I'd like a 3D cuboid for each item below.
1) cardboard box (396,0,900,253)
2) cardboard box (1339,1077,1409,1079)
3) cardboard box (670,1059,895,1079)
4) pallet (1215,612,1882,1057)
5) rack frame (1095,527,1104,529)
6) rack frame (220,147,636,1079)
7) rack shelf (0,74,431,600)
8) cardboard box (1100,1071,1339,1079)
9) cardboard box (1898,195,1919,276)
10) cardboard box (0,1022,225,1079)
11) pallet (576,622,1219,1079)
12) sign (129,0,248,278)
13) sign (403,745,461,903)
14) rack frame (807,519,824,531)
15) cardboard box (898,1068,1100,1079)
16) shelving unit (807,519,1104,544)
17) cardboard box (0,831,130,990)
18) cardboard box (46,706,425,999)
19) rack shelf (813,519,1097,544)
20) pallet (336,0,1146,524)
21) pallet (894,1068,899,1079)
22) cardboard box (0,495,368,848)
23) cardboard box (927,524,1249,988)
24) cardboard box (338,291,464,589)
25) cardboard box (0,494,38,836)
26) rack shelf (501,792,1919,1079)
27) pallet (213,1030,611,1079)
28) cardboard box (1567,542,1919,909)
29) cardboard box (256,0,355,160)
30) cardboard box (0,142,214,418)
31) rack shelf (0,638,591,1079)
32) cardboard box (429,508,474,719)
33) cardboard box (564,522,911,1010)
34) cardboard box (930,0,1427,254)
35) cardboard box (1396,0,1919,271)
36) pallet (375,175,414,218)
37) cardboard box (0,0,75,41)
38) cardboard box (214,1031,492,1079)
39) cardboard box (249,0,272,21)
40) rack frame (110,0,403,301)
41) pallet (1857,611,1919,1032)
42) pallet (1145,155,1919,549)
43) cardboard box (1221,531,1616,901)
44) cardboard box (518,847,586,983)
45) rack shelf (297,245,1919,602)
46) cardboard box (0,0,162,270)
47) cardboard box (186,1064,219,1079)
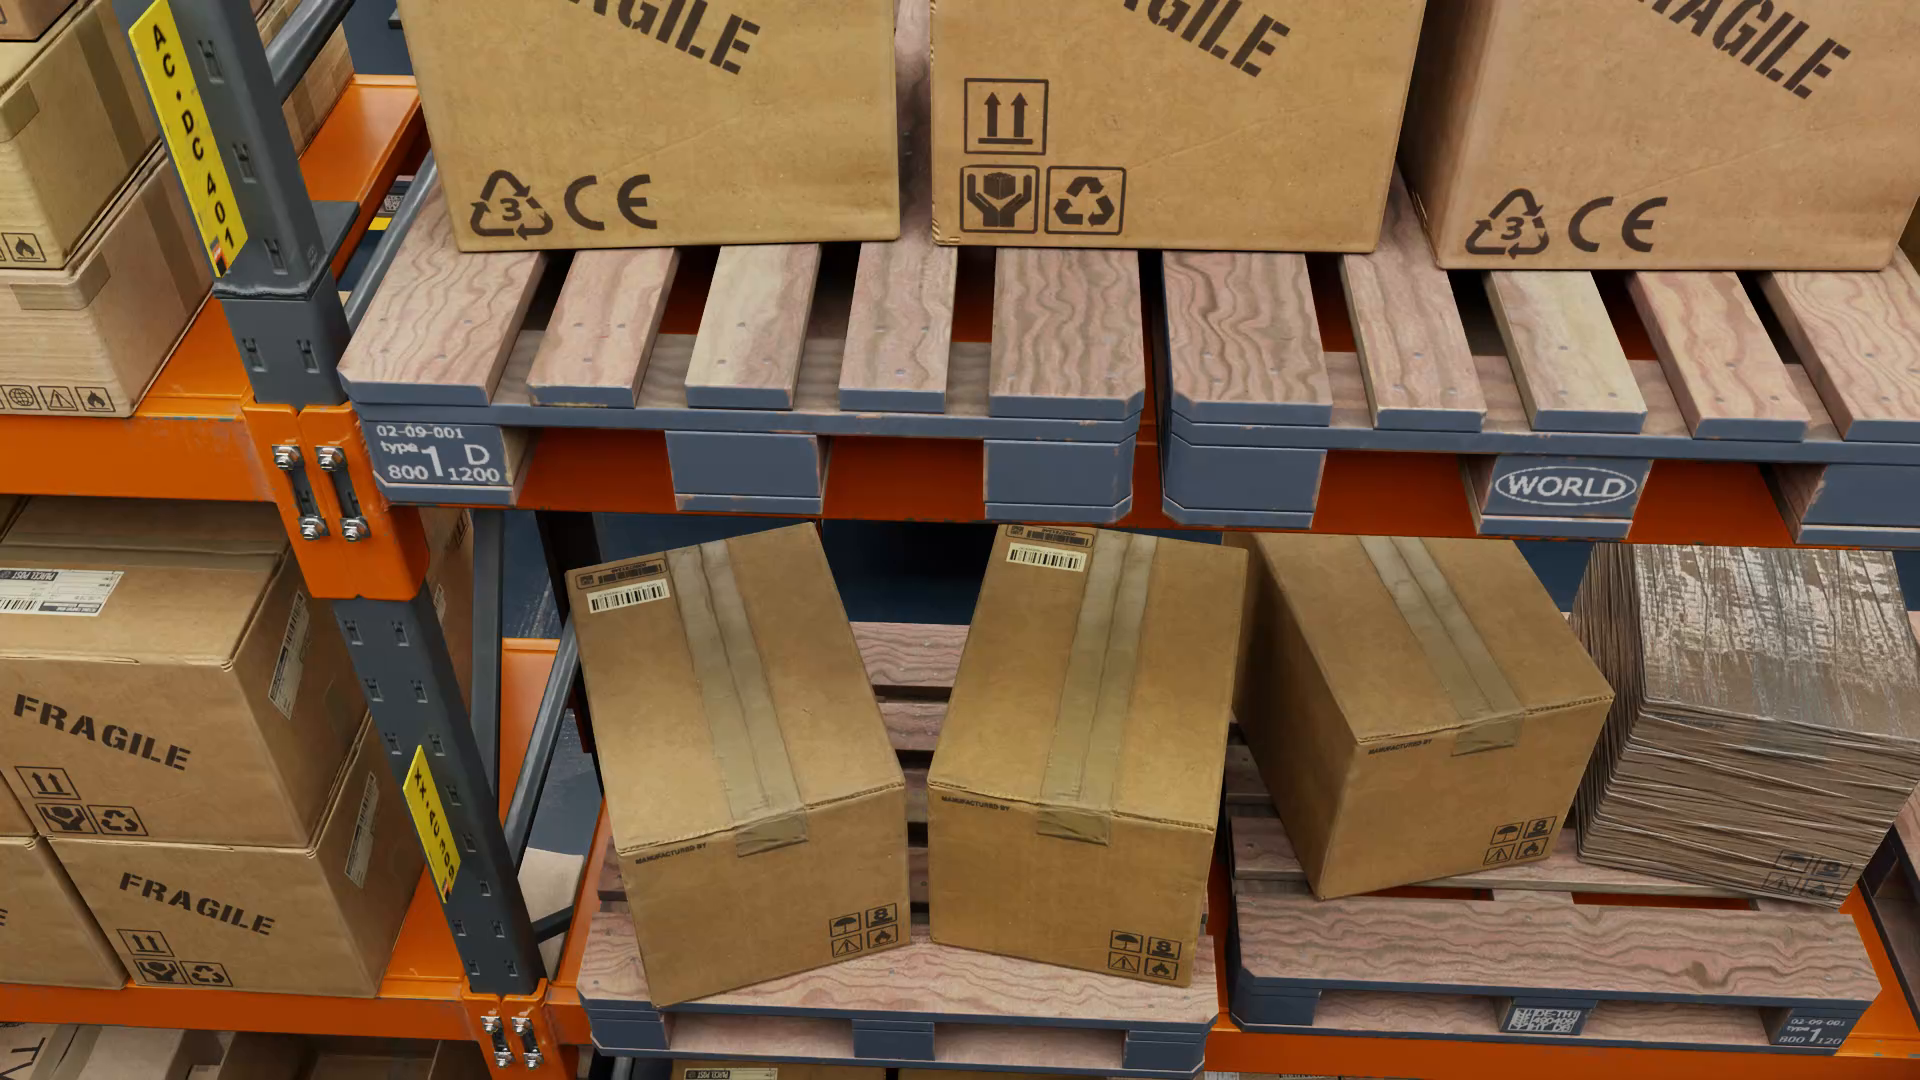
[{"bbox_3d":[-0.396,-0.817,2.271,0.600,0.600,0.600,-2,43,-2],"label":"cardboard box"},{"bbox_3d":[1.076,1.147,3.779,0.500,0.250,0.500,1,43,1],"label":"cardboard box"},{"bbox_3d":[-0.424,1.376,4.084,0.500,0.500,0.500,0,43,0],"label":"cardboard box"},{"bbox_3d":[1.157,0.578,3.570,1.213,0.211,1.003,2,43,2],"label":"pallet"},{"bbox_3d":[0.501,-0.396,5.850,0.032,1.125,0.500,2,43,2],"label":"rack frame"},{"bbox_3d":[-0.896,0.441,3.575,0.127,3.000,1.000,2,43,2],"label":"rack frame"},{"bbox_3d":[-2.894,-0.454,2.864,4.000,0.370,1.077,2,43,2],"label":"rack shelf"},{"bbox_3d":[0.575,1.132,3.795,0.500,0.250,0.500,2,43,2],"label":"cardboard box"},{"bbox_3d":[1.634,-0.592,2.411,0.500,0.500,0.910,2,43,2],"label":"cardboard box"},{"bbox_3d":[-2.227,1.417,4.178,0.500,0.311,0.500,2,43,2],"label":"cardboard box"},{"bbox_3d":[-0.103,0.611,3.535,1.213,0.211,1.003,2,43,2],"label":"pallet"},{"bbox_3d":[-0.913,-0.476,1.980,0.005,0.325,0.100,2,43,2],"label":"sign"},{"bbox_3d":[-0.913,0.494,2.884,0.005,0.325,0.100,2,43,2],"label":"sign"},{"bbox_3d":[-0.515,-0.427,5.884,0.032,1.125,0.500,2,43,2],"label":"rack frame"},{"bbox_3d":[0.110,1.385,4.074,0.500,0.500,0.500,2,43,2],"label":"cardboard box"},{"bbox_3d":[-0.007,-0.412,5.867,1.048,1.125,0.538,2,43,2],"label":"shelving unit"},{"bbox_3d":[-1.922,0.549,3.386,0.500,0.500,0.500,3,43,3],"label":"cardboard box"},{"bbox_3d":[-1.407,0.564,3.370,0.500,0.500,0.500,2,43,3],"label":"cardboard box"},{"bbox_3d":[-0.007,-0.233,6.033,1.000,0.278,0.538,2,43,2],"label":"rack shelf"},{"bbox_3d":[-0.248,-0.519,2.544,1.003,0.211,1.213,2,43,2],"label":"pallet"},{"bbox_3d":[-0.082,1.461,4.527,1.213,0.211,1.003,2,43,2],"label":"pallet"},{"bbox_3d":[-1.413,0.200,3.028,0.500,0.500,0.500,2,43,2],"label":"cardboard box"},{"bbox_3d":[0.257,0.396,3.243,0.500,0.500,0.700,8,44,9],"label":"cardboard box"},{"bbox_3d":[-1.354,-0.167,3.422,0.500,0.500,0.500,3,43,3],"label":"cardboard box"},{"bbox_3d":[-1.925,0.186,3.043,0.500,0.500,0.500,1,43,1],"label":"cardboard box"},{"bbox_3d":[1.102,0.766,3.755,4.000,0.370,1.077,2,43,2],"label":"rack shelf"},{"bbox_3d":[-1.582,1.440,4.549,1.213,0.211,1.003,2,43,2],"label":"pallet"},{"bbox_3d":[1.561,0.273,3.375,0.500,0.500,0.700,9,44,10],"label":"cardboard box"},{"bbox_3d":[-1.371,-0.785,2.801,0.500,0.250,0.500,2,43,2],"label":"cardboard box"},{"bbox_3d":[-1.394,-0.435,2.426,0.500,0.250,0.500,2,43,2],"label":"cardboard box"},{"bbox_3d":[-2.894,0.643,3.887,4.000,0.370,1.077,2,43,2],"label":"rack shelf"},{"bbox_3d":[-1.393,0.204,3.757,0.500,0.500,0.500,3,43,3],"label":"cardboard box"},{"bbox_3d":[-0.433,0.418,3.219,0.500,0.500,0.700,-12,44,-12],"label":"cardboard box"},{"bbox_3d":[0.273,-0.812,2.266,0.600,0.600,0.600,1,43,1],"label":"cardboard box"},{"bbox_3d":[0.937,-0.778,2.229,0.600,0.600,0.600,0,43,0],"label":"cardboard box"},{"bbox_3d":[-2.627,-1.943,8.181,1.213,0.211,1.003,2,43,2],"label":"pallet"},{"bbox_3d":[-1.383,-1.047,2.166,0.500,0.500,0.700,2,43,2],"label":"cardboard box"},{"bbox_3d":[-1.478,1.371,4.089,0.500,0.500,0.500,2,43,2],"label":"cardboard box"},{"bbox_3d":[-1.370,-0.968,2.631,0.500,0.250,0.500,2,43,2],"label":"cardboard box"},{"bbox_3d":[-0.896,-1.754,1.531,0.127,3.000,1.000,2,43,2],"label":"rack frame"},{"bbox_3d":[2.420,0.661,3.480,1.003,0.211,1.213,2,43,2],"label":"pallet"},{"bbox_3d":[0.789,-0.490,2.512,1.003,0.211,1.213,2,43,2],"label":"pallet"},{"bbox_3d":[0.872,0.263,3.385,0.500,0.500,0.700,-8,44,-9],"label":"cardboard box"},{"bbox_3d":[-1.305,1.104,4.514,0.500,0.311,0.500,2,43,2],"label":"cardboard box"},{"bbox_3d":[1.102,-0.331,2.732,4.000,0.370,1.077,2,43,2],"label":"rack shelf"},{"bbox_3d":[-1.394,-0.614,2.251,0.500,0.250,0.500,2,43,2],"label":"cardboard box"},{"bbox_3d":[-1.855,1.529,4.177,0.250,0.149,0.380,2,43,2],"label":"cardboard box"}]
